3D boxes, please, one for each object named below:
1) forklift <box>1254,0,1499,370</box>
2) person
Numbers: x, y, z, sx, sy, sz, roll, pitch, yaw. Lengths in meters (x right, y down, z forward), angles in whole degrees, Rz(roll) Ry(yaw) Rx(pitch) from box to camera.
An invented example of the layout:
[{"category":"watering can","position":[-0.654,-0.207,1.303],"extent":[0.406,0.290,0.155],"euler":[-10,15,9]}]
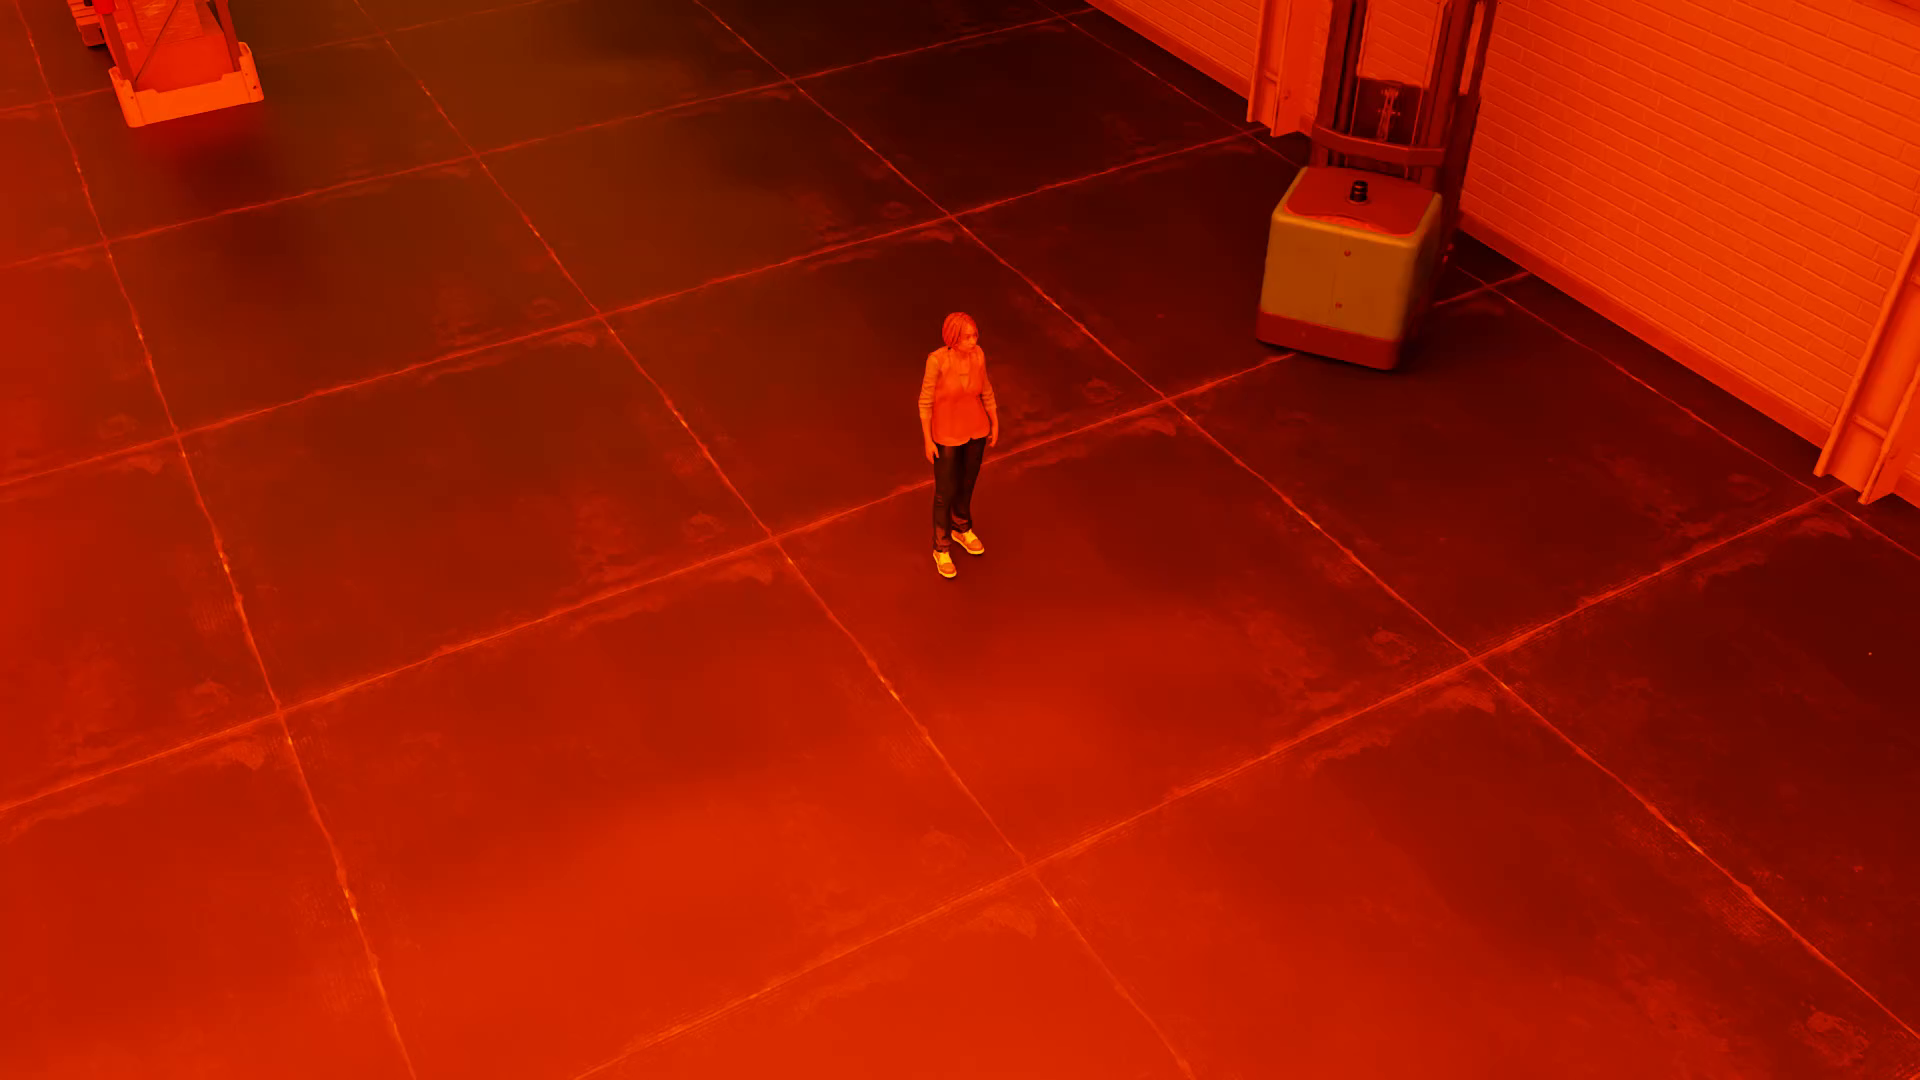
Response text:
[{"category":"forklift","position":[3.202,-3.259,11.965],"extent":[1.130,2.935,3.031],"euler":[16,42,19]},{"category":"person","position":[0.024,-0.575,9.763],"extent":[0.520,1.597,0.476],"euler":[-20,44,-23]}]
